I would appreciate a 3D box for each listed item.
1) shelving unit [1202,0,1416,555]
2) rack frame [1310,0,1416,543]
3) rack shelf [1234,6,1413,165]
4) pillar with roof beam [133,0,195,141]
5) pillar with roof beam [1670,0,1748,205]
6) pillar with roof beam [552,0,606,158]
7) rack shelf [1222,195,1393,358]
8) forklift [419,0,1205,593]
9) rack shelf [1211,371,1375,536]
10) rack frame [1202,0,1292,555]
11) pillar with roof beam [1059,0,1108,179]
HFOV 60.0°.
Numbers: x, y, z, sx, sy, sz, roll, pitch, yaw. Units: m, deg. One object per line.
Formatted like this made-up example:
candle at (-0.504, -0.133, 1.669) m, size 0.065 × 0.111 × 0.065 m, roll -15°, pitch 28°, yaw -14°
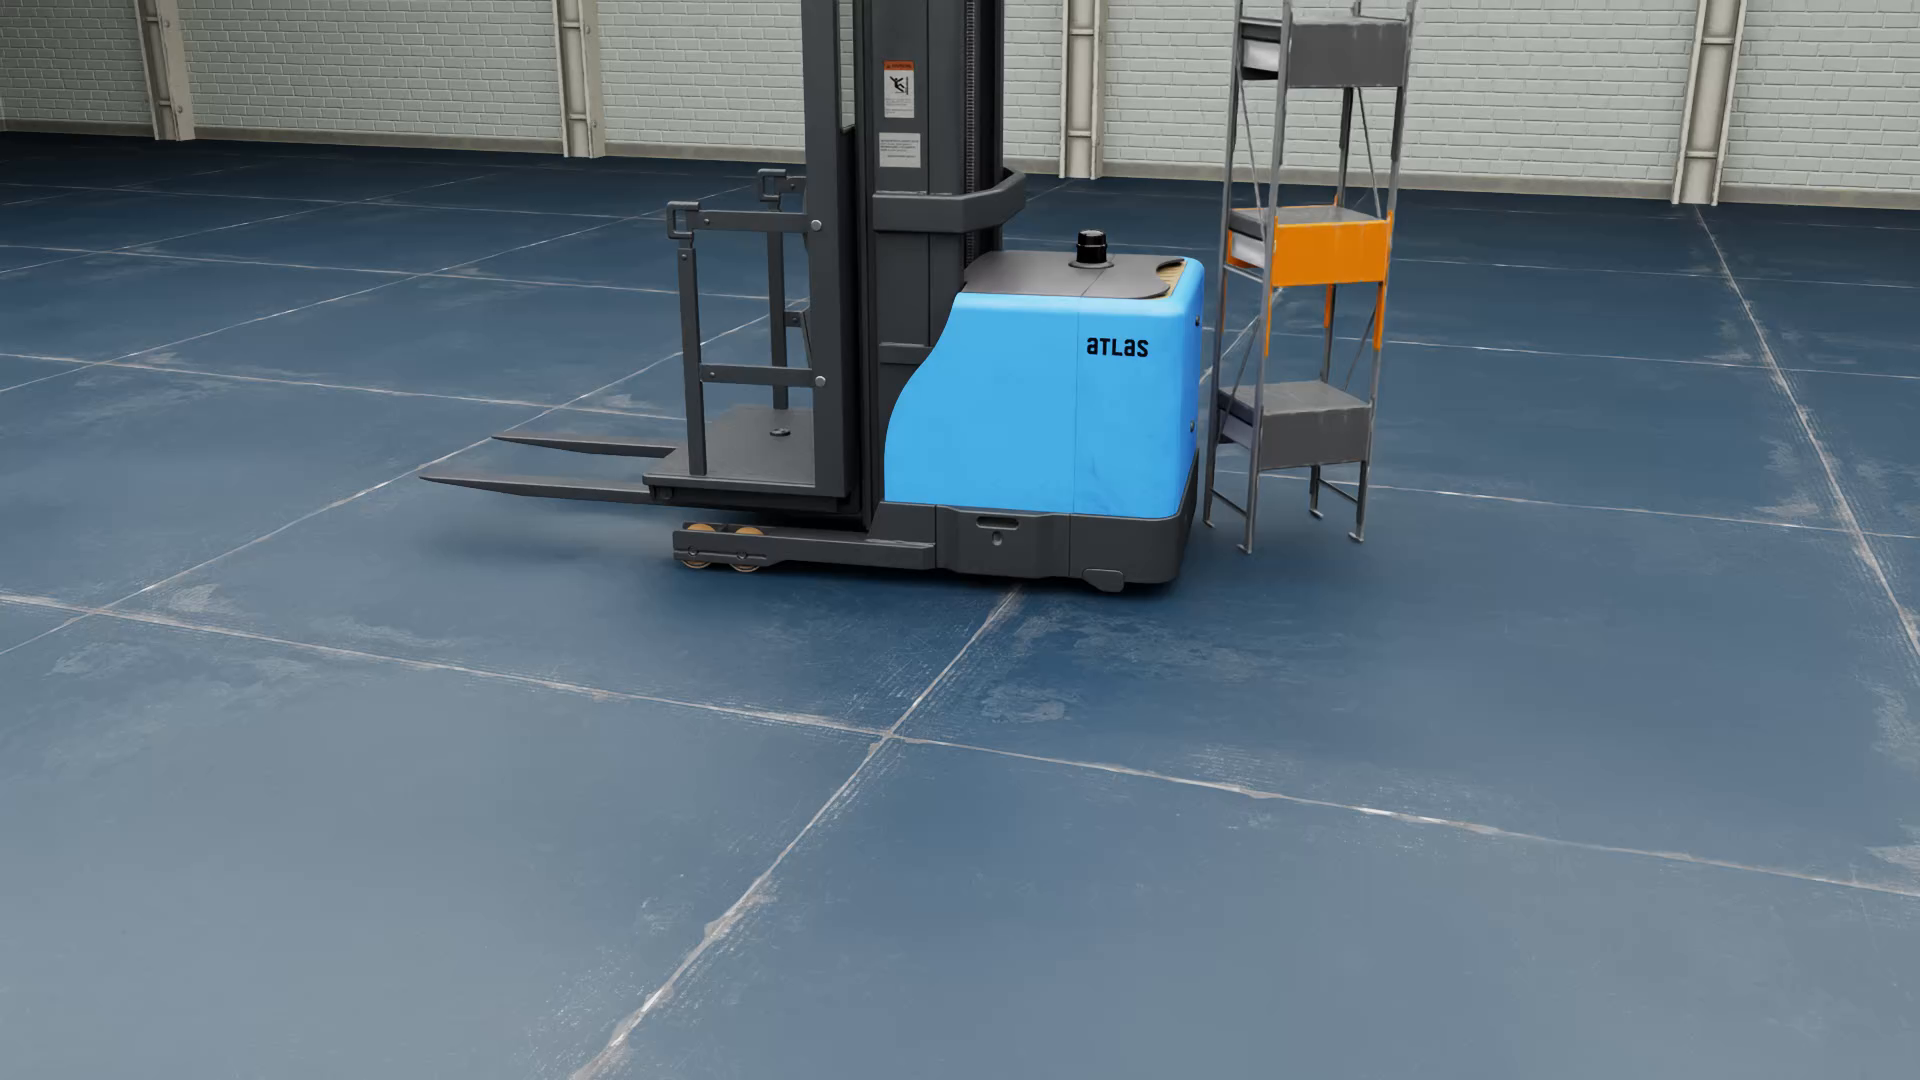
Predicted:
shelving unit at (1.296, -1.019, 6.295) m, size 0.503 × 2.100 × 0.431 m, roll -6°, pitch 21°, yaw -17°
rack frame at (1.529, -1.042, 6.365) m, size 0.015 × 2.100 × 0.400 m, roll -6°, pitch 21°, yaw -17°
rack shelf at (1.303, -1.664, 6.061) m, size 0.480 × 0.518 × 0.431 m, roll -6°, pitch 21°, yaw -17°
pillar with roof beam at (-11.468, -8.053, 16.006) m, size 0.400 × 9.000 × 9.100 m, roll 7°, pitch 20°, yaw 18°
pillar with roof beam at (5.535, -6.108, 10.428) m, size 0.400 × 9.000 × 9.100 m, roll 7°, pitch 20°, yaw 18°
pillar with roof beam at (-5.800, -7.405, 14.147) m, size 0.400 × 9.000 × 9.100 m, roll 7°, pitch 20°, yaw 18°
rack shelf at (1.296, -1.006, 6.299) m, size 0.480 × 0.518 × 0.431 m, roll -6°, pitch 21°, yaw -17°
forklift at (-0.608, -1.427, 6.218) m, size 3.031 × 2.935 × 1.130 m, roll 4°, pitch 20°, yaw 12°
rack shelf at (1.289, -0.348, 6.538) m, size 0.480 × 0.518 × 0.431 m, roll -6°, pitch 21°, yaw -17°
rack frame at (1.064, -0.996, 6.224) m, size 0.015 × 2.100 × 0.400 m, roll -6°, pitch 21°, yaw -17°
pillar with roof beam at (-0.132, -6.756, 12.288) m, size 0.400 × 9.000 × 9.100 m, roll 7°, pitch 20°, yaw 18°
